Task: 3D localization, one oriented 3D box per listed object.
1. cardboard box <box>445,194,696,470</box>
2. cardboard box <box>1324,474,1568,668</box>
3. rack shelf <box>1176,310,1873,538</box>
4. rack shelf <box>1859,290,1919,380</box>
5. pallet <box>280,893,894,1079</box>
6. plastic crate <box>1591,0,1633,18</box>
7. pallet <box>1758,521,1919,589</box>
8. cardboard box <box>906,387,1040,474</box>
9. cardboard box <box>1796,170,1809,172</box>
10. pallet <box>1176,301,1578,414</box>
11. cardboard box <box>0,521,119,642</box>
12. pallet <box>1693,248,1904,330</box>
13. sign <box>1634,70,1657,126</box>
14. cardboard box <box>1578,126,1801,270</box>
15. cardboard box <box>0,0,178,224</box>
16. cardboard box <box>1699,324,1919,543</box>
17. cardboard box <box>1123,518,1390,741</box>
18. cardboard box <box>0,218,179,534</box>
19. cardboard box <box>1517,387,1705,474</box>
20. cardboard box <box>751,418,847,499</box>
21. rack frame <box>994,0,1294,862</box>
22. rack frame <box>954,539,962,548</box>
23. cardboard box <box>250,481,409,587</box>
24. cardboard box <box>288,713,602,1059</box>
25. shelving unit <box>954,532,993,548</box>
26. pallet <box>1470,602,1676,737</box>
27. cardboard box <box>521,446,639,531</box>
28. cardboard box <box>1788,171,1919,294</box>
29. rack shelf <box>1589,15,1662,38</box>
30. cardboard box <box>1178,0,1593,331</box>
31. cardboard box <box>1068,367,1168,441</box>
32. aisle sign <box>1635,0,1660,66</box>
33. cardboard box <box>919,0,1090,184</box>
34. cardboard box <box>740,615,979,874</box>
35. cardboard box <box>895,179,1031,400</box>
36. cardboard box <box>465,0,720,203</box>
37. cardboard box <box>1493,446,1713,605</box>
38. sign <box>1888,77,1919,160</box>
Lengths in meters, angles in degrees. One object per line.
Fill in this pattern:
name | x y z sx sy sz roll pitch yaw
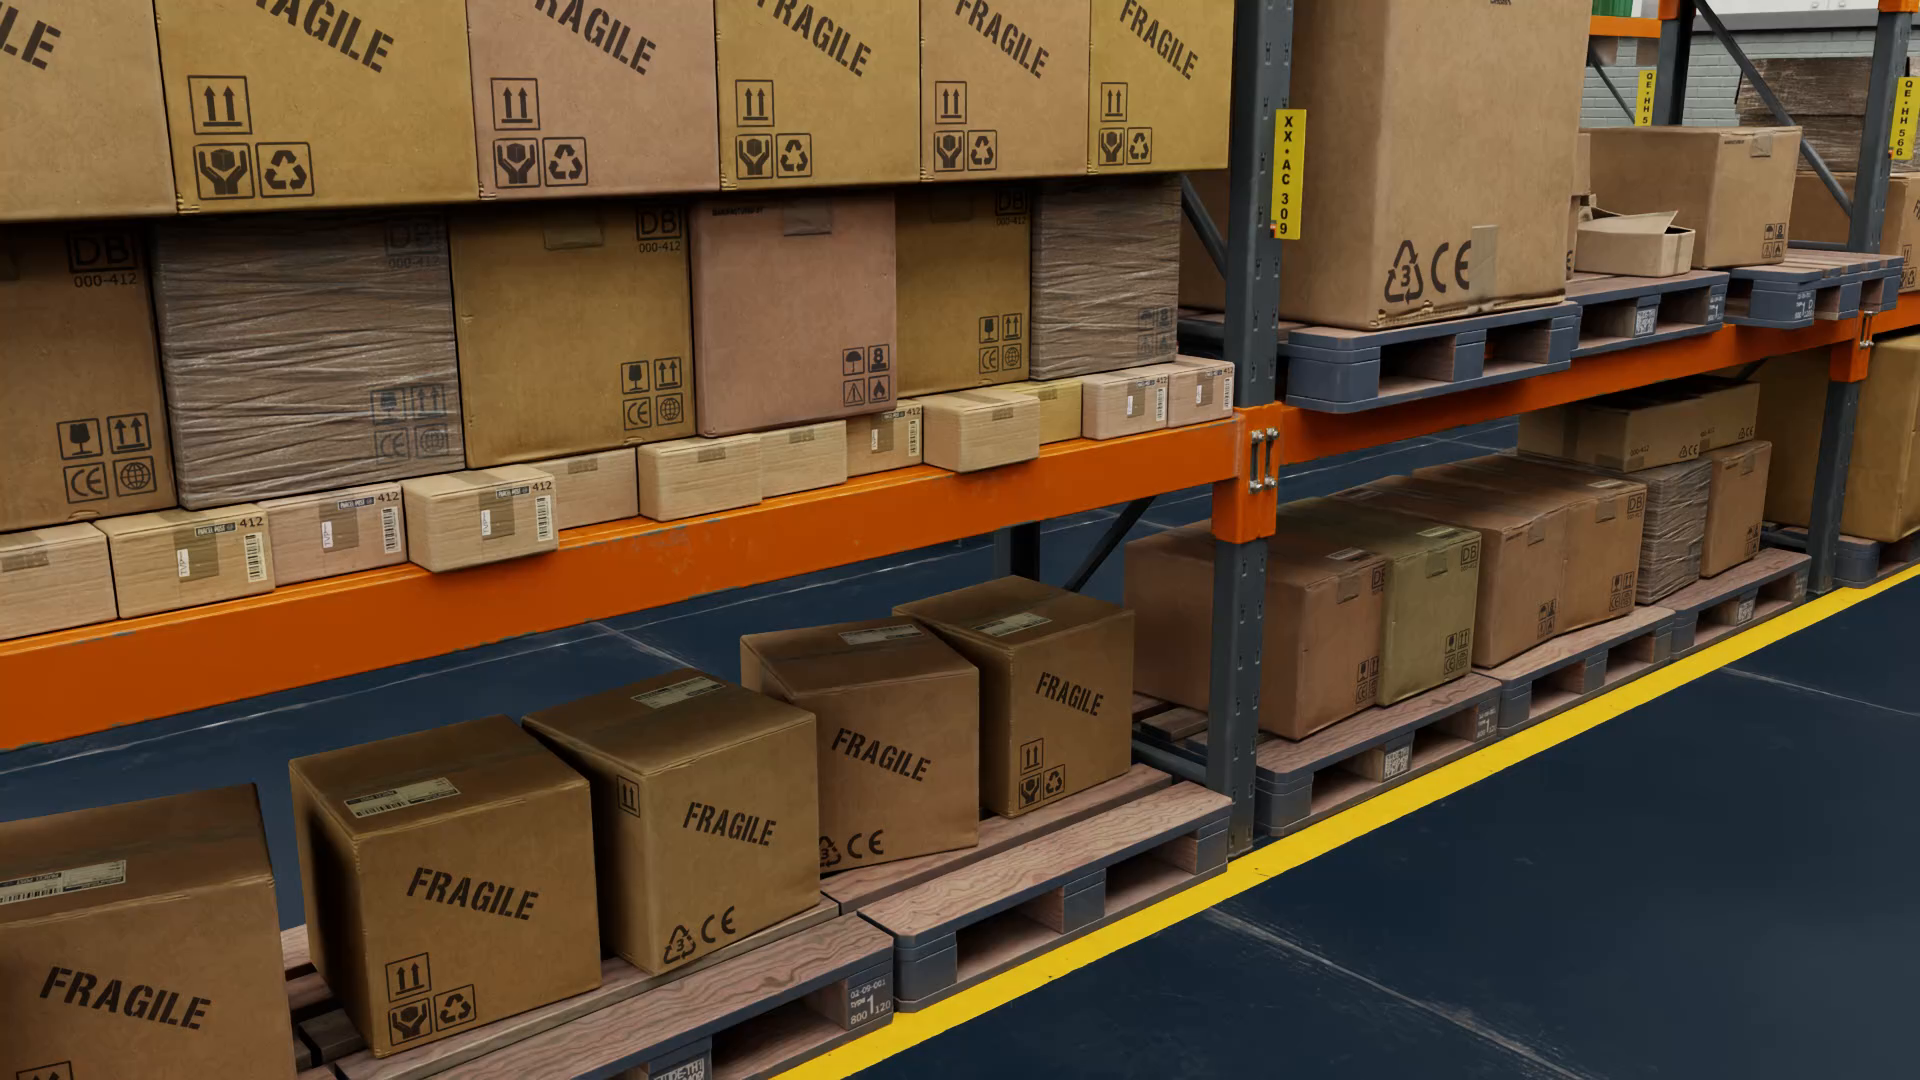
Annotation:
cardboard box | -1.015 -0.497 3.529 0.500 0.500 0.875 -13 19 -39
cardboard box | 1.752 0.095 6.073 0.700 0.500 0.500 14 20 42
rack shelf | 1.989 -0.620 6.151 4.000 0.370 1.077 -13 19 -39
rack shelf | 5.007 -1.297 8.688 4.000 0.370 1.077 -13 19 -39
pallet | -0.924 1.047 3.920 1.213 0.211 1.003 -13 19 -39
plastic crate | 5.725 -4.750 14.817 0.336 0.188 0.450 -13 19 -39
pallet | 4.142 -0.078 8.131 1.213 0.211 1.003 -13 19 -39
cardboard box | -0.027 -0.278 3.965 0.250 0.149 0.380 -13 19 -39
cardboard box | 3.708 -1.486 7.807 0.500 0.500 0.500 -12 19 -38
pallet | 1.153 -0.637 5.193 1.213 0.211 1.003 -13 19 -39
cardboard box | -1.591 0.044 2.758 0.250 0.149 0.380 -13 19 -39
pallet | 3.030 -1.072 6.822 1.003 0.211 1.213 -13 19 -39
sign | 3.131 -1.973 7.579 0.005 0.325 0.100 -13 19 -39
cardboard box | 2.761 -1.344 6.461 0.500 0.500 0.700 -9 18 -31
cardboard box | -1.561 -0.749 2.535 0.500 0.500 0.500 -13 19 -39
cardboard box | 4.032 -0.595 7.969 0.875 0.875 1.225 -14 20 -42
cardboard box | 0.958 0.267 5.429 0.700 0.500 0.500 14 21 43
cardboard box | -1.806 -0.339 2.935 0.500 0.500 0.875 -13 19 -39
cardboard box | 2.619 -0.462 6.705 0.500 0.250 0.500 -10 18 -33
cardboard box | -0.464 -0.211 3.715 0.250 0.149 0.380 -13 19 -39
rack frame | 0.481 -0.628 4.790 0.127 3.000 1.000 -13 19 -39
rack frame | -0.071 -0.419 8.075 0.006 0.900 0.240 -13 19 -39
cardboard box | -1.227 -0.044 3.090 0.250 0.149 0.380 -13 19 -39
cardboard box | -1.142 0.741 3.692 0.500 0.500 0.500 -10 18 -34
shelving unit | 0.006 -0.436 8.139 0.210 0.900 0.258 -13 19 -39
pallet | 1.988 0.379 6.422 1.213 0.211 1.003 -13 19 -39
cardboard box | -0.869 -0.135 3.428 0.250 0.149 0.380 -13 19 -39
cardboard box | 4.043 -1.384 7.423 0.500 0.500 0.500 -12 19 -38
rack shelf | 4.773 -4.388 14.447 4.000 0.370 1.077 -13 19 -39
cardboard box | 1.172 -1.228 5.060 1.000 1.000 1.000 -12 19 -39
cardboard box | 0.316 -0.373 4.320 0.250 0.149 0.380 -13 19 -39
aisle sign | 6.528 -4.836 15.507 0.004 0.787 0.394 -13 19 -39
cardboard box | -0.055 -1.089 3.805 0.500 0.500 0.500 -13 19 -39
cardboard box | -0.275 0.535 4.465 0.500 0.500 0.500 -6 16 -22
cardboard box | -0.300 -0.678 4.207 0.500 0.500 0.875 -13 19 -39
cardboard box | -0.812 -0.920 3.174 0.500 0.500 0.500 -13 19 -39
cardboard box | 2.596 -0.097 6.792 0.700 0.500 0.500 14 20 42
sign | 3.861 -1.723 6.798 0.005 0.325 0.100 -13 19 -39
